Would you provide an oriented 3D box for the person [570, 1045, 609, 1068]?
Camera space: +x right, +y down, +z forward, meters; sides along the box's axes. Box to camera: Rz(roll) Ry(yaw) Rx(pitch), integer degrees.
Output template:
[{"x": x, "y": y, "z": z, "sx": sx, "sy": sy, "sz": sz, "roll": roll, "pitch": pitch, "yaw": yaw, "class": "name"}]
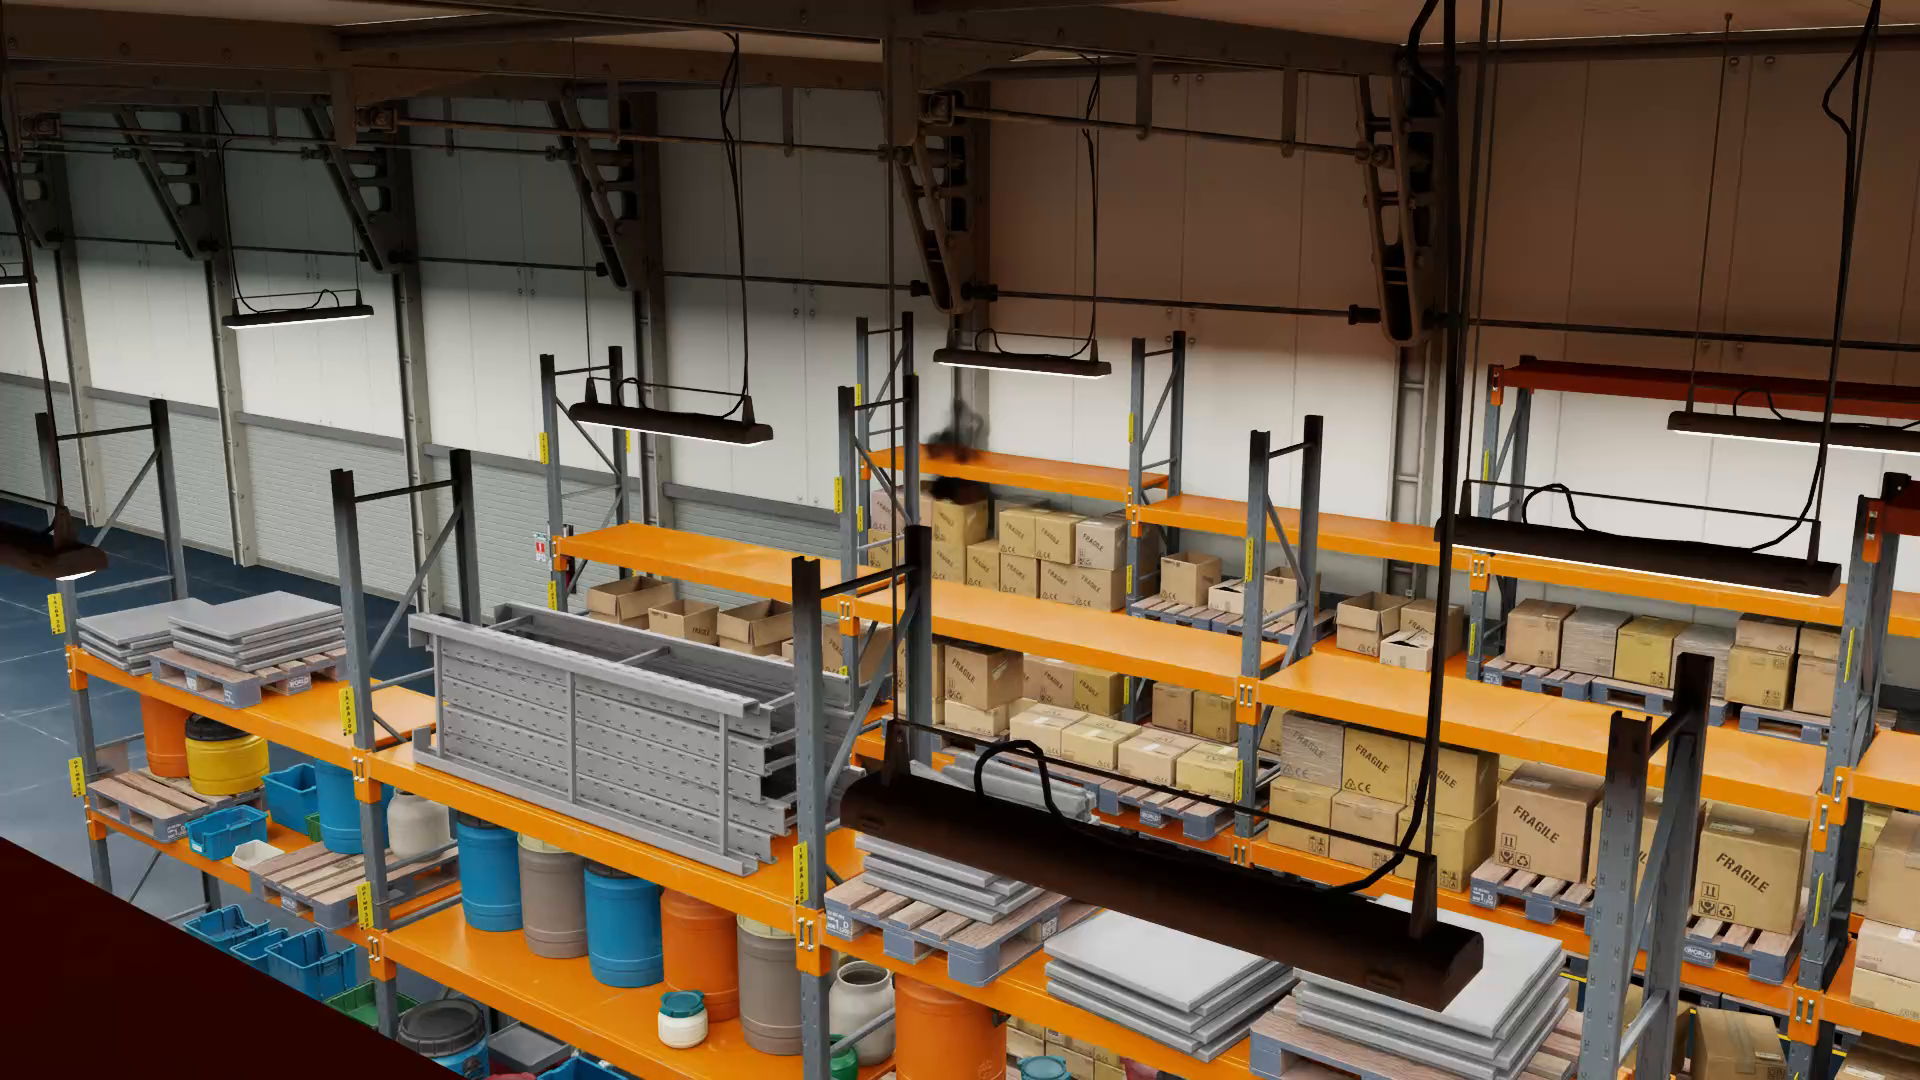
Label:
[{"x": -3.360, "y": 3.914, "z": 14.684, "sx": 0.853, "sy": 1.687, "sz": 0.566, "roll": 7, "pitch": 15, "yaw": 29, "class": "person"}]
